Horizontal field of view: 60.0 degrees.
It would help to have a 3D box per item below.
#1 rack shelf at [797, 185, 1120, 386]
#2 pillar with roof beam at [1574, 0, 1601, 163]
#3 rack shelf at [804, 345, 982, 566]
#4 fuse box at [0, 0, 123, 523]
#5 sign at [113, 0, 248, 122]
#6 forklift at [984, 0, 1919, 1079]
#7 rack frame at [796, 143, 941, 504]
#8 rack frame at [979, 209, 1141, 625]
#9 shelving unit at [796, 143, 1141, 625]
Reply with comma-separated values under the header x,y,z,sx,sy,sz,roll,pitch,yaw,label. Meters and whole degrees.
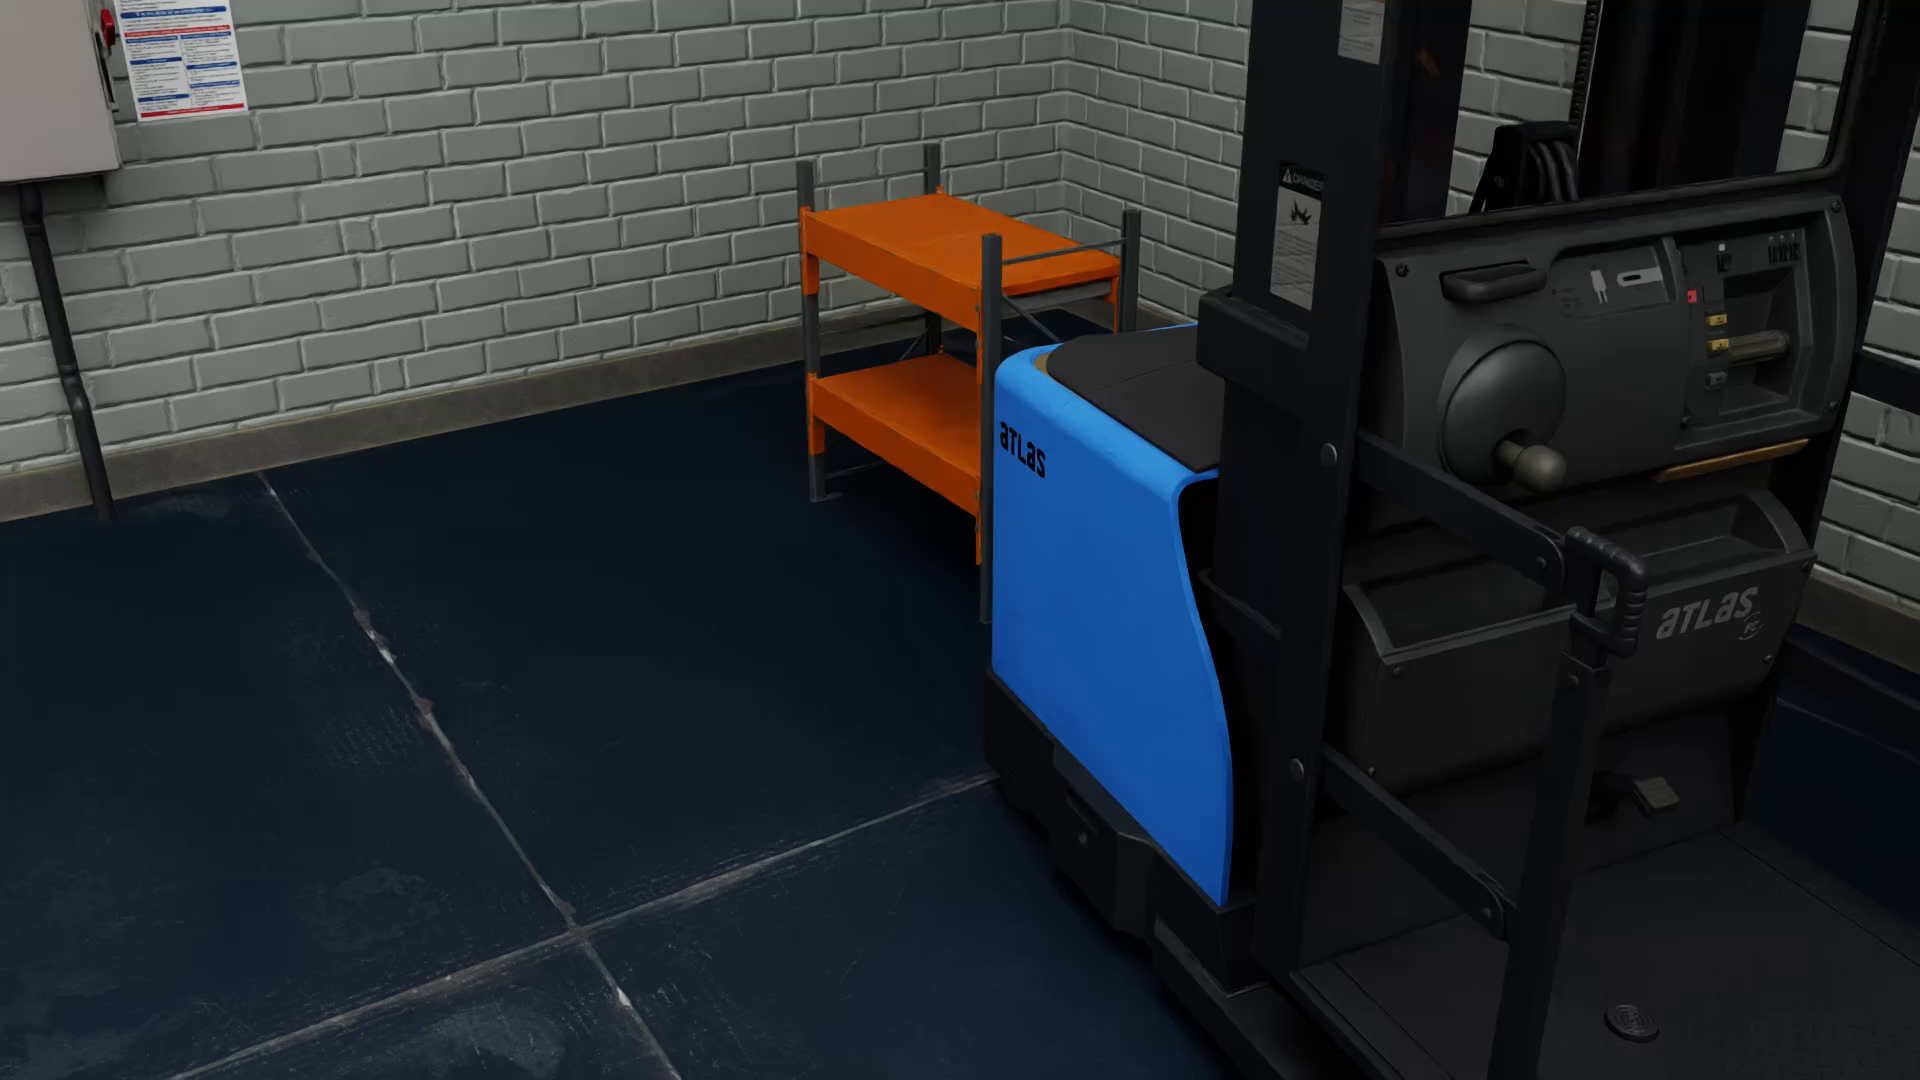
x,y,z,sx,sy,sz,roll,pitch,yaw,label
-0.004,-0.776,4.890,0.538,0.278,1.000,-16,29,-30,rack shelf
-1.638,-3.015,1.095,9.100,9.000,0.400,-16,29,-30,pillar with roof beam
-0.004,-0.290,5.119,0.538,0.278,1.000,-16,29,-30,rack shelf
-2.729,-0.839,5.022,0.539,1.711,0.414,-16,29,-30,fuse box
-2.429,-1.567,5.168,0.329,0.494,0.001,-16,29,-30,sign
1.135,-0.279,2.408,1.130,2.935,3.031,-11,27,-22,forklift
-0.281,-0.693,5.400,0.500,1.125,0.032,-16,29,-30,rack frame
0.274,-0.329,4.630,0.500,1.125,0.032,-16,29,-30,rack frame
-0.004,-0.511,5.015,0.538,1.125,1.048,-16,29,-30,shelving unit
